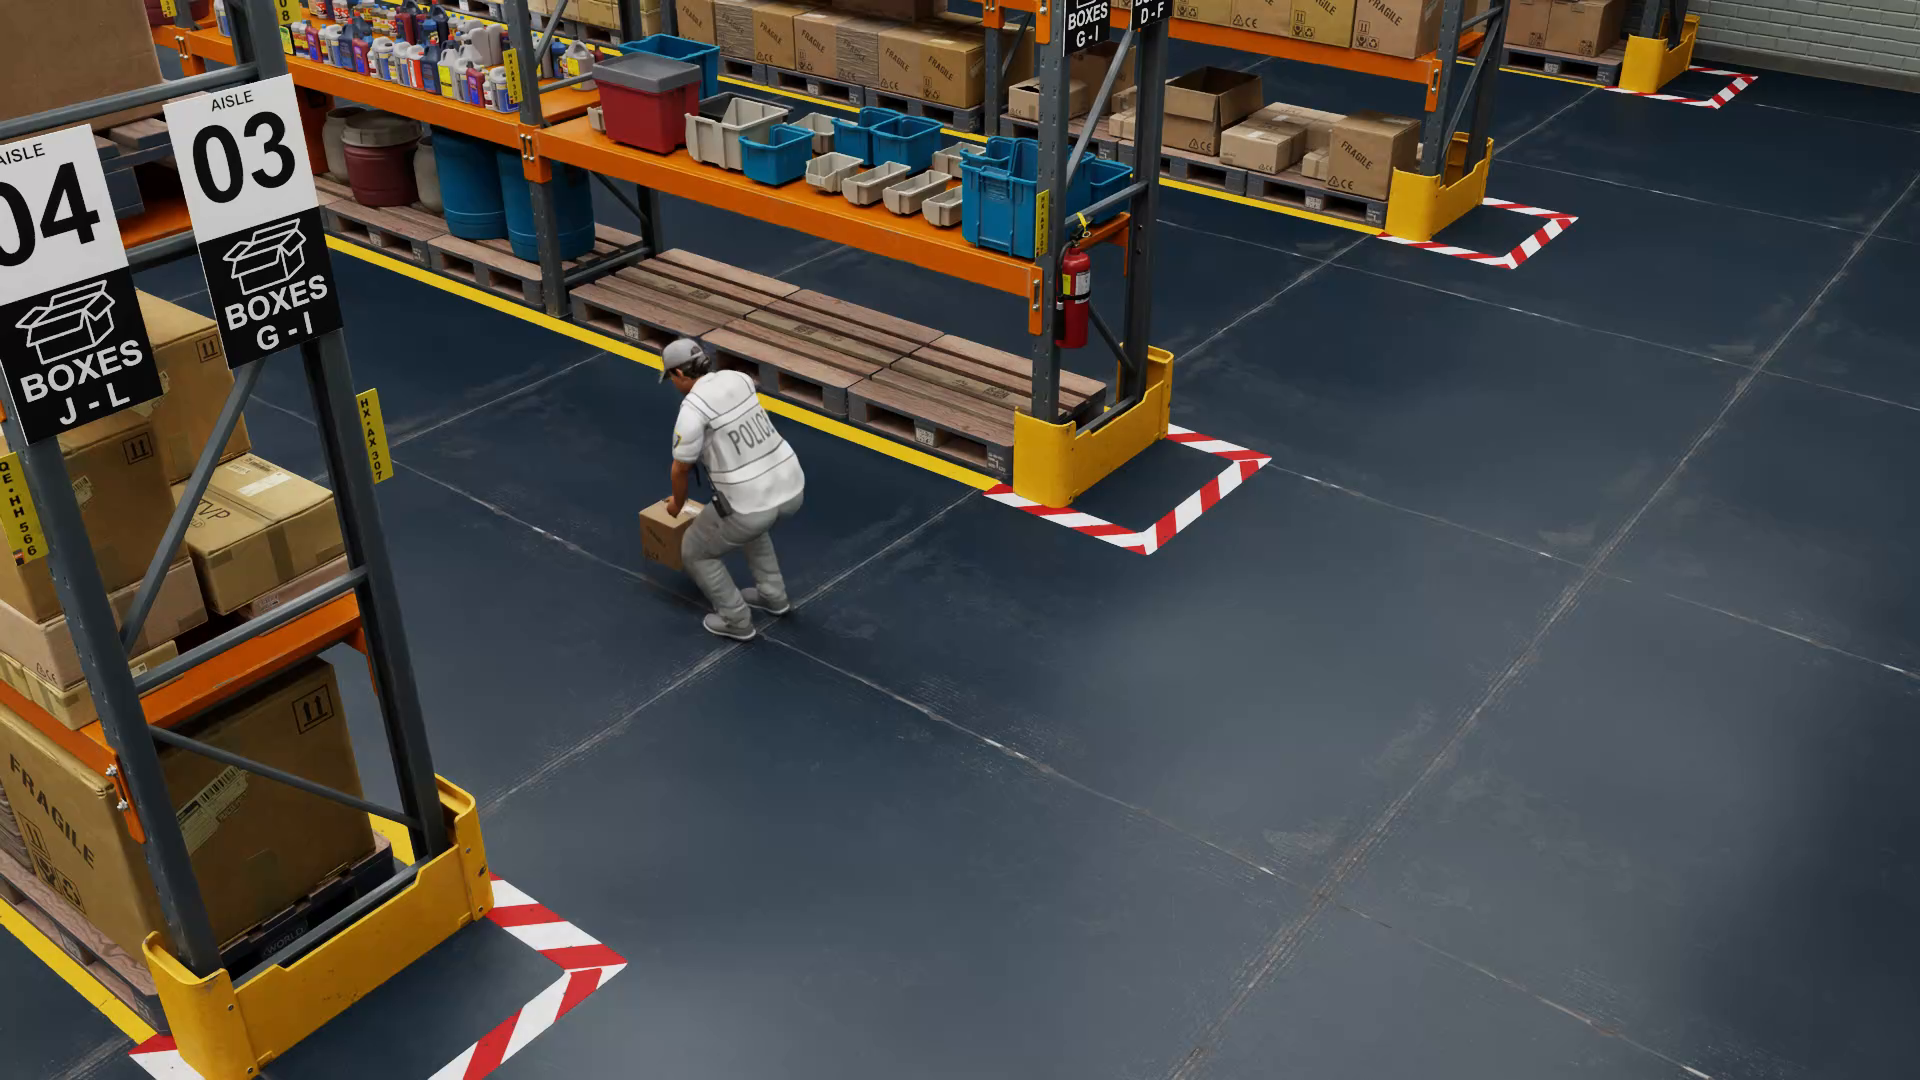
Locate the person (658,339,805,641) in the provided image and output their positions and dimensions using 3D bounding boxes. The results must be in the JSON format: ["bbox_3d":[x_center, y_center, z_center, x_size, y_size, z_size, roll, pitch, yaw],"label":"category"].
[{"bbox_3d":[-1.076,-0.219,7.731,0.691,1.432,0.532,22,37,32],"label":"person"}]
